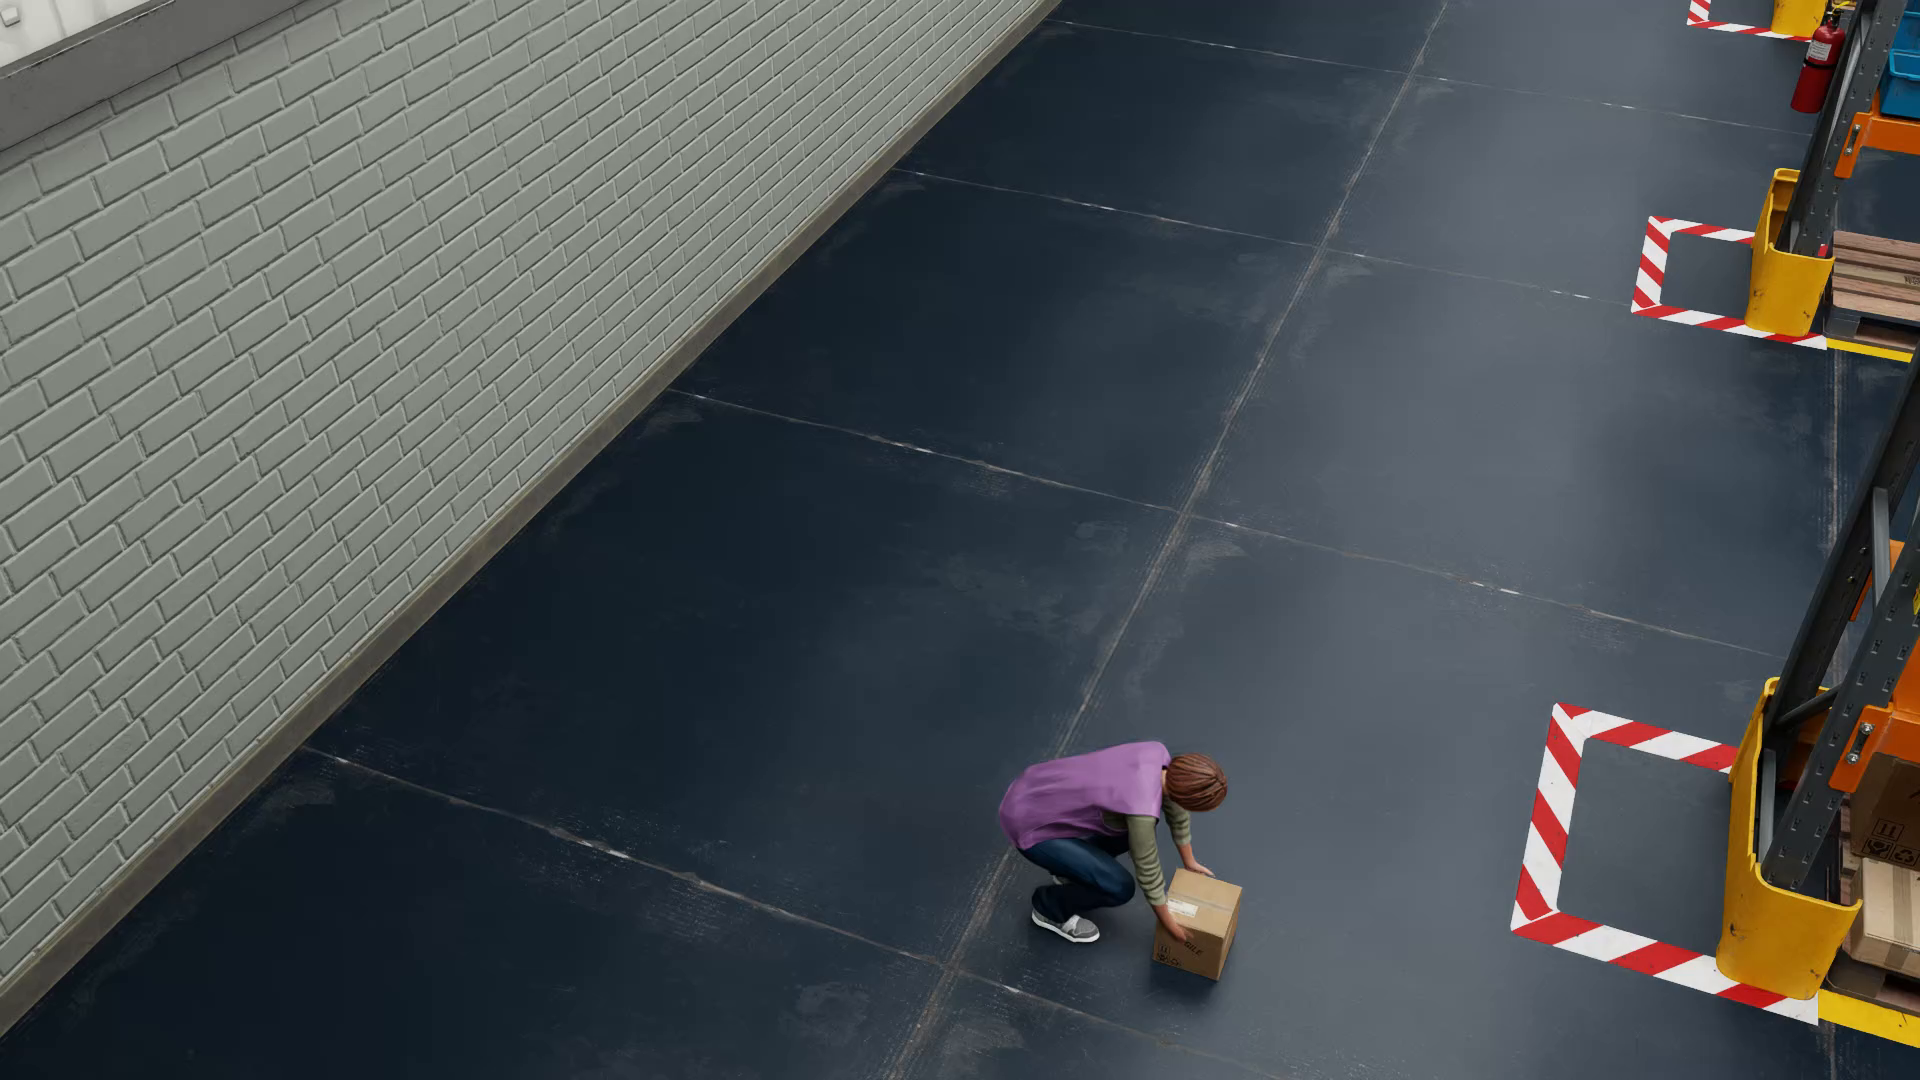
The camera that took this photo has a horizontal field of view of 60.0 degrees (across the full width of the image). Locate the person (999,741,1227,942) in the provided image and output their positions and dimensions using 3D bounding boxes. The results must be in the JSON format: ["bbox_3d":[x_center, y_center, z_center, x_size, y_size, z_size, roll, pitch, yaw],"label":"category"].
[{"bbox_3d":[0.540,1.063,6.046,0.795,0.886,0.444,14,40,17],"label":"person"}]
